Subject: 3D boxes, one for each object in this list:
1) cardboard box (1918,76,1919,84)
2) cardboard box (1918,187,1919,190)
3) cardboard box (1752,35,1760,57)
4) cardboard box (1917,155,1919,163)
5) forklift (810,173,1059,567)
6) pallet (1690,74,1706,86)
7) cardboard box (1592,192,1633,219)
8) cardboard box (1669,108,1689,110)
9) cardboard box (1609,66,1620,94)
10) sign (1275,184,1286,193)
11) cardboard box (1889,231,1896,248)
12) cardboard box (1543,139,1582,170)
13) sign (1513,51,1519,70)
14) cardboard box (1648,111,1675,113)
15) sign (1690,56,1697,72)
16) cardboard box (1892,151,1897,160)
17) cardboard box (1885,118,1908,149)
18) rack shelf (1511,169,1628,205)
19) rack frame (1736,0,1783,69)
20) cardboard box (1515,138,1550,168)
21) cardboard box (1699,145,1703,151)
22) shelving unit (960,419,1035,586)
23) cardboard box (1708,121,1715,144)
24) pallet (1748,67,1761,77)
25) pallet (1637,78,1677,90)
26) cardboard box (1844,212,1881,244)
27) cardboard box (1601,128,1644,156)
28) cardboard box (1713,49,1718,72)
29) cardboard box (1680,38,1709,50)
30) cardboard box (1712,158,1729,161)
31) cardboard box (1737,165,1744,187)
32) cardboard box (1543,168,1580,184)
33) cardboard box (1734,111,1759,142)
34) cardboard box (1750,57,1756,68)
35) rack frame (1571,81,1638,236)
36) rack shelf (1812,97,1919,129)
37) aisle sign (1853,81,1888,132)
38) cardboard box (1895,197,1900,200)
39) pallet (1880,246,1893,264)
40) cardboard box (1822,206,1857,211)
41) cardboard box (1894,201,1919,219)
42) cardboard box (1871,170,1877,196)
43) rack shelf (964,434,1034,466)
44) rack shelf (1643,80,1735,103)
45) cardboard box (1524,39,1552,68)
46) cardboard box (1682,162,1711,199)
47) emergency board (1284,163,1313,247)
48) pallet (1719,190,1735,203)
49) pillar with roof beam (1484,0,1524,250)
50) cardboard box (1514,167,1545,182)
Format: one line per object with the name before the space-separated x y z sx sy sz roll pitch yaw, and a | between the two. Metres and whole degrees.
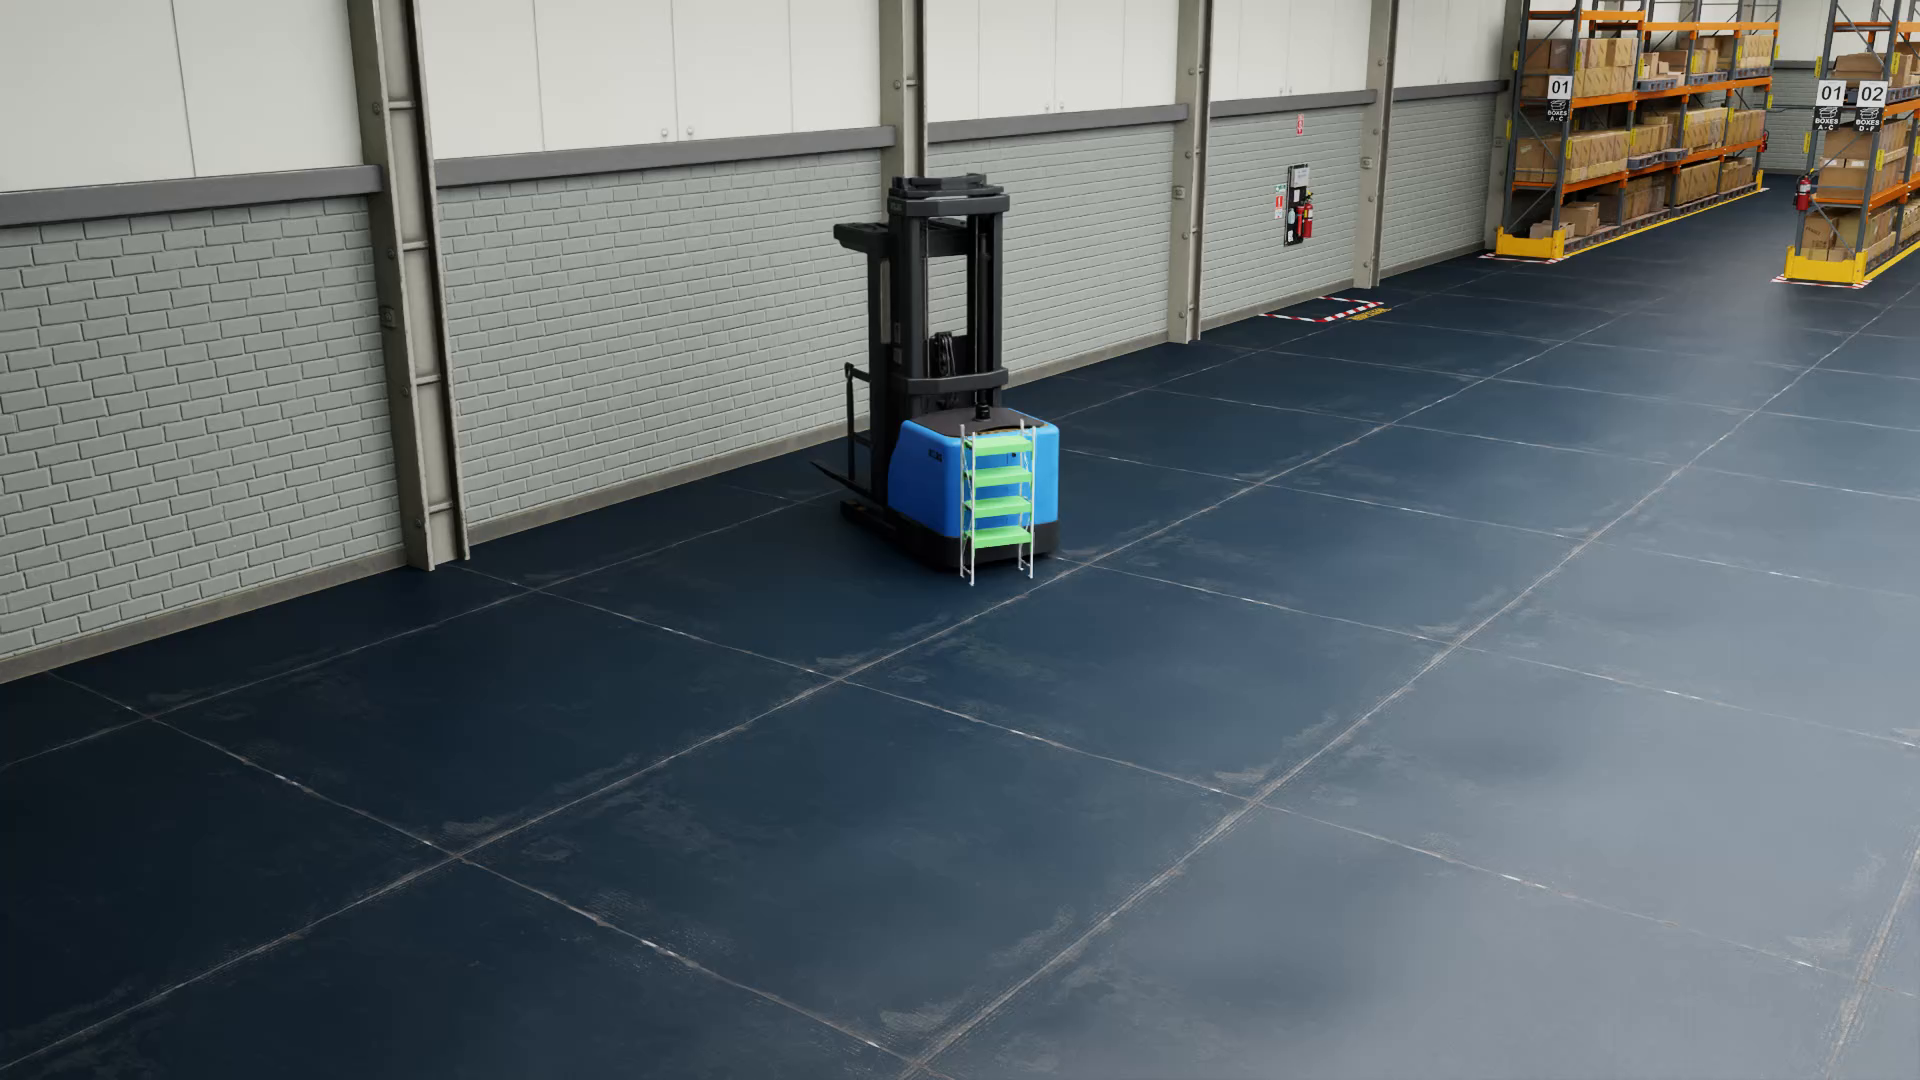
cardboard box | 17.497 -8.577 30.792 0.500 0.250 0.500 10 20 29
cardboard box | 20.185 -7.589 35.333 0.500 0.250 0.500 12 21 34
cardboard box | 18.824 -11.849 39.895 0.500 0.500 0.500 13 21 35
cardboard box | 18.928 -7.570 33.214 0.500 0.311 0.500 14 22 38
forklift | -0.364 -1.578 13.882 1.130 2.935 3.031 -9 20 -28
pallet | 15.541 -10.071 36.378 1.213 0.211 1.003 14 22 37
cardboard box | 13.509 -6.940 34.507 0.700 0.500 0.500 12 21 34
cardboard box | 16.499 -9.767 38.169 0.500 0.250 0.500 12 21 33
cardboard box | 12.103 -8.682 31.385 0.500 0.500 0.500 11 21 33
sign | 4.675 -5.126 24.238 0.001 0.109 0.331 12 21 35
cardboard box | 16.696 -5.477 30.252 0.500 0.250 0.500 12 21 35
cardboard box | 10.959 -7.017 30.238 0.500 0.500 0.500 12 21 35
sign | 9.999 -8.619 29.890 0.100 0.325 0.005 12 21 35
cardboard box | 15.573 -9.400 36.988 0.500 0.250 0.500 12 21 33
sign | 15.634 -10.149 35.439 0.100 0.325 0.005 12 21 35
cardboard box | 16.199 -6.752 29.166 0.380 0.149 0.250 12 21 34
cardboard box | 16.537 -7.300 29.836 0.700 0.500 0.500 13 21 35
rack shelf | 11.625 -6.794 31.776 1.077 0.370 4.000 12 21 35
rack frame | 19.966 -13.337 41.517 1.000 3.000 0.127 12 21 35
cardboard box | 10.543 -7.107 30.526 0.500 0.500 0.500 12 21 34
cardboard box | 16.649 -8.922 37.806 0.380 0.149 0.250 13 22 36
shelving unit | 0.282 -0.283 12.626 0.503 1.200 0.258 -7 19 -21
cardboard box | 16.908 -9.322 38.002 0.500 0.500 0.500 12 21 35
pallet | 18.806 -11.391 40.460 1.003 0.211 1.213 12 21 35
pallet | 13.885 -9.332 33.996 1.213 0.211 1.003 12 21 35
cardboard box | 15.496 -5.361 28.613 0.500 0.500 0.500 12 21 35
cardboard box | 13.486 -8.118 33.918 0.700 0.500 0.500 15 23 40
cardboard box | 16.970 -11.019 38.201 0.700 0.500 0.500 11 20 32
cardboard box | 16.636 -11.247 37.670 0.500 0.250 0.500 12 21 33
cardboard box | 18.942 -9.428 41.458 0.380 0.149 0.250 13 21 35
cardboard box | 19.032 -9.055 41.351 0.700 0.500 0.500 12 21 33
cardboard box | 10.979 -6.659 30.348 0.500 0.250 0.500 12 21 33
cardboard box | 19.246 -10.316 41.401 0.980 0.700 0.700 12 21 34
cardboard box | 18.821 -11.488 39.999 0.500 0.250 0.500 12 21 33
rack frame | 12.816 -7.614 33.203 1.000 3.000 0.127 12 21 35
rack shelf | 15.605 -7.352 28.515 1.077 0.370 4.000 12 21 35
aisle sign | 14.620 -6.958 26.709 0.394 0.787 0.004 12 21 35
cardboard box | 18.632 -6.774 33.483 0.500 0.311 0.500 13 22 37
pallet | 16.289 -5.225 30.214 1.003 0.211 1.213 12 21 35
cardboard box | 15.673 -5.691 29.677 0.500 0.500 0.500 12 21 35
cardboard box | 18.458 -6.434 32.387 0.500 0.311 0.500 12 21 34
cardboard box | 15.011 -6.069 28.060 0.700 0.500 0.500 13 22 36
rack shelf | 0.284 -0.679 12.497 0.480 0.148 0.258 -7 19 -21
rack shelf | 16.391 -10.132 37.467 1.077 0.370 4.000 12 21 35
cardboard box | 10.480 -8.777 30.003 0.500 0.500 0.500 14 22 37
cardboard box | 16.773 -8.303 38.339 0.750 0.750 0.750 13 22 36
emergency board | 5.077 -4.969 24.689 0.194 1.169 0.643 12 21 35
pallet | 18.099 -8.355 40.291 1.003 0.211 1.213 12 21 35
pillar with roof beam | 13.613 -9.085 27.825 9.100 9.000 0.400 12 21 35
cardboard box | 10.556 -6.744 30.623 0.500 0.250 0.500 13 21 35
